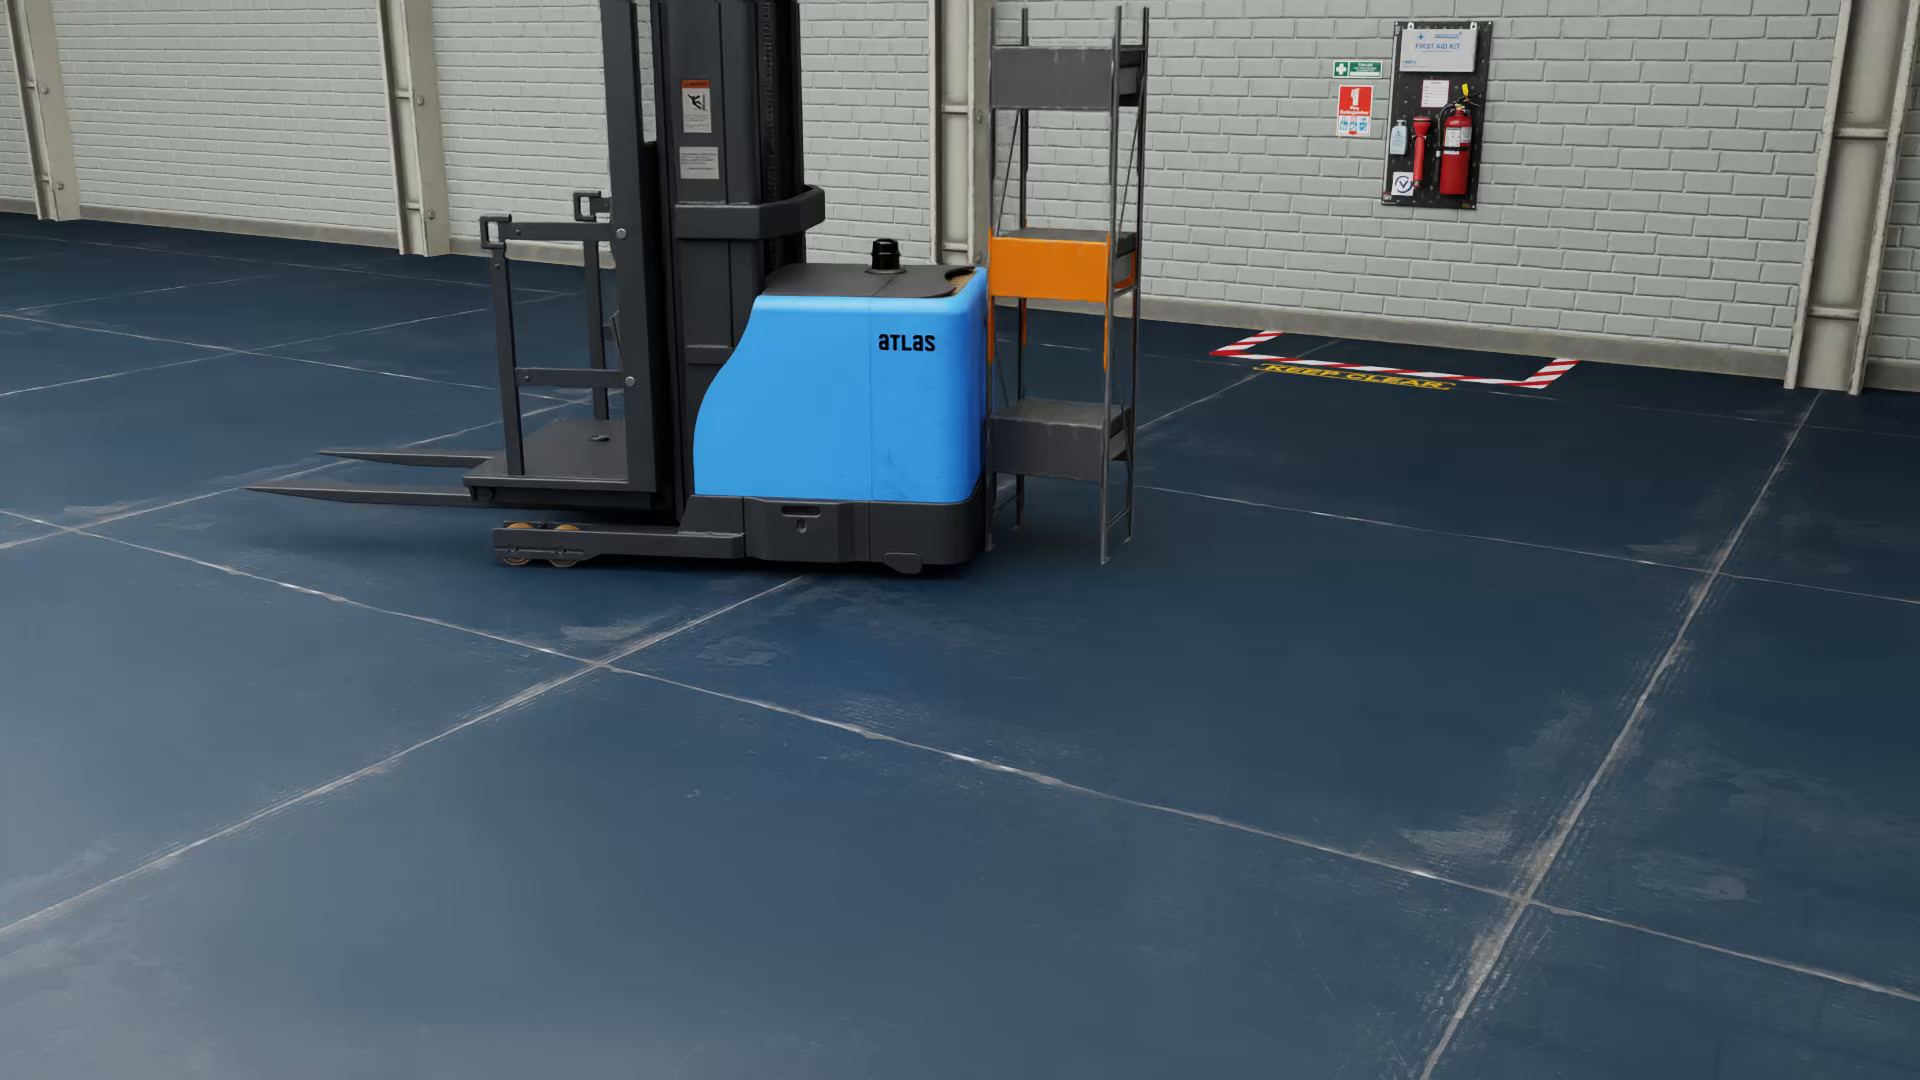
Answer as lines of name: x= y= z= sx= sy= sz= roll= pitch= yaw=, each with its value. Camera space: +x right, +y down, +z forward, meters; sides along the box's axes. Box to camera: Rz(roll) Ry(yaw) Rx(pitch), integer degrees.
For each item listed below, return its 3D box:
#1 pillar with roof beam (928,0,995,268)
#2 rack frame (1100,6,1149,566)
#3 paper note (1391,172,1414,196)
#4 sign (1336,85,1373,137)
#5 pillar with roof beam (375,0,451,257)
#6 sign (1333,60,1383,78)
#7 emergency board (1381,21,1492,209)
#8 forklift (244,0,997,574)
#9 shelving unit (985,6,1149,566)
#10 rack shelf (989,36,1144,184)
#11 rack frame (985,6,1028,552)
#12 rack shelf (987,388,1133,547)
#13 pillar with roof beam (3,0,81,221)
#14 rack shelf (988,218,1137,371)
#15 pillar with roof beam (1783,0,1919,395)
pillar with roof beam: x=-2.239 y=-5.061 z=8.060 sx=0.400 sy=9.000 sz=9.100 roll=10 pitch=20 yaw=30
rack frame: x=0.635 y=-0.957 z=6.419 sx=0.015 sy=2.100 sz=0.400 roll=7 pitch=18 yaw=21
paper note: x=2.926 y=-2.352 z=10.979 sx=0.142 sy=0.148 sz=0.016 roll=10 pitch=20 yaw=30
sign: x=2.624 y=-2.856 z=11.062 sx=0.234 sy=0.329 sz=0.001 roll=10 pitch=20 yaw=30
pillar with roof beam: x=-7.351 y=-5.974 z=11.065 sx=0.400 sy=9.000 sz=9.100 roll=10 pitch=20 yaw=30
sign: x=2.623 y=-3.107 z=10.975 sx=0.331 sy=0.109 sz=0.001 roll=10 pitch=20 yaw=30
emergency board: x=3.041 y=-2.730 z=10.706 sx=0.643 sy=1.169 sz=0.194 roll=10 pitch=20 yaw=30
forklift: x=-1.399 y=-1.443 z=6.589 sx=3.031 sy=2.935 sz=1.130 roll=2 pitch=17 yaw=7
shelving unit: x=0.409 y=-0.983 z=6.506 sx=0.503 sy=2.100 sz=0.431 roll=7 pitch=18 yaw=21
rack shelf: x=0.409 y=-1.640 z=6.307 sx=0.480 sy=0.518 sz=0.431 roll=7 pitch=18 yaw=21
rack frame: x=0.183 y=-1.010 z=6.593 sx=0.015 sy=2.100 sz=0.400 roll=7 pitch=18 yaw=21
rack shelf: x=0.409 y=-0.301 z=6.714 sx=0.480 sy=0.518 sz=0.431 roll=7 pitch=18 yaw=21
pillar with roof beam: x=-12.464 y=-6.886 z=14.069 sx=0.400 sy=9.000 sz=9.100 roll=10 pitch=20 yaw=30
rack shelf: x=0.409 y=-0.970 z=6.510 sx=0.480 sy=0.518 sz=0.431 roll=7 pitch=18 yaw=21
pillar with roof beam: x=2.874 y=-4.148 z=5.056 sx=0.400 sy=9.000 sz=9.100 roll=10 pitch=20 yaw=30
